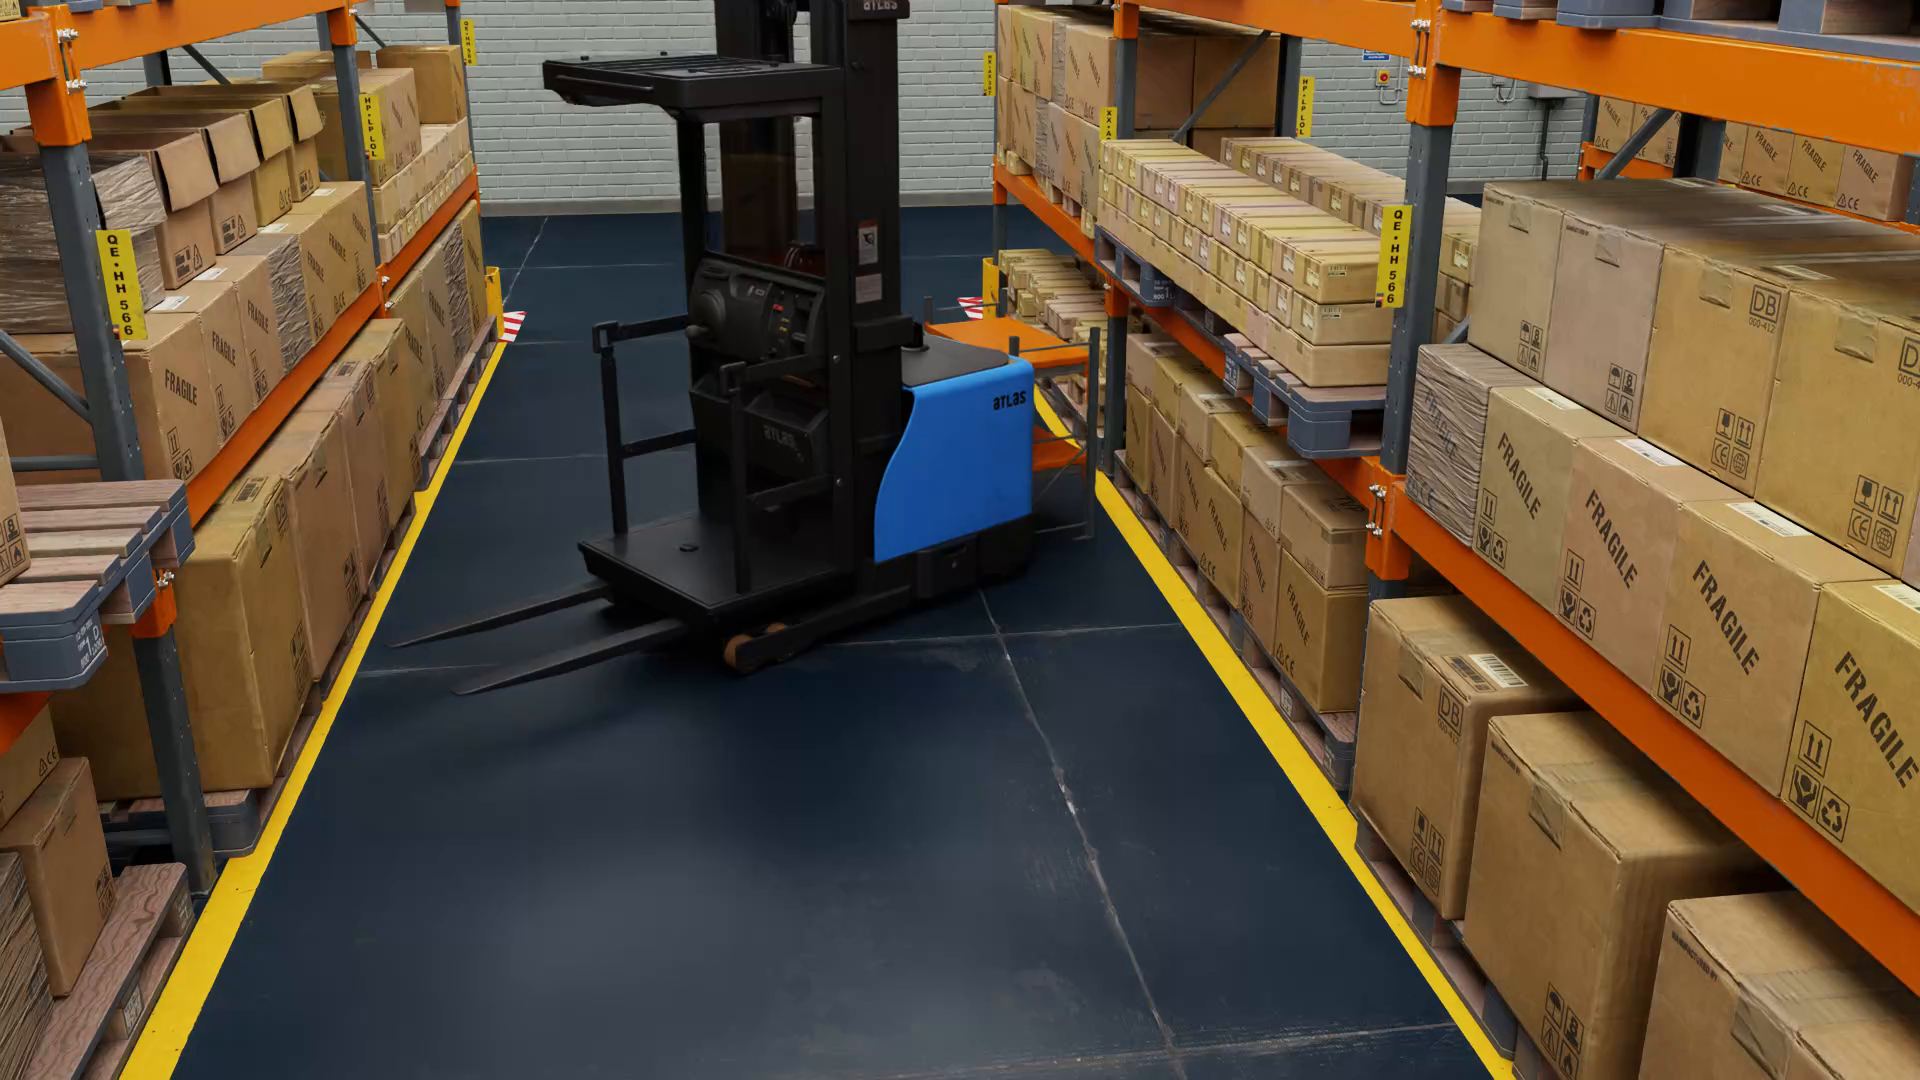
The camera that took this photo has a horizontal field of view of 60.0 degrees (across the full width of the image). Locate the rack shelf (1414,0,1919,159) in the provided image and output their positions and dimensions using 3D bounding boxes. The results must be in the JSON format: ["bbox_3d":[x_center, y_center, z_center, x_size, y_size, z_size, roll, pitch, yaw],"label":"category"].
[{"bbox_3d":[2.209,-0.803,3.319,1.077,0.370,4.000,-3,21,-8],"label":"rack shelf"}]

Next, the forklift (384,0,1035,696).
[{"bbox_3d":[-1.058,-1.003,7.212,3.031,2.935,1.130,-18,27,-39],"label":"forklift"}]

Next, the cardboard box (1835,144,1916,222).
[{"bbox_3d":[5.908,-2.291,10.420,0.500,0.500,0.500,-3,21,-7],"label":"cardboard box"}]

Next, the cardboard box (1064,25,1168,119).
[{"bbox_3d":[0.928,-2.794,9.913,0.500,0.500,0.500,-4,21,-9],"label":"cardboard box"}]

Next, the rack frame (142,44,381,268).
[{"bbox_3d":[-3.579,-1.597,8.704,1.000,3.000,0.127,-3,21,-8],"label":"rack frame"}]

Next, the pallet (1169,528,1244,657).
[{"bbox_3d":[1.636,0.187,7.913,1.003,0.211,1.213,-3,21,-8],"label":"pallet"}]

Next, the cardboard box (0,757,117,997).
[{"bbox_3d":[-2.886,0.984,4.738,0.700,0.500,0.500,-4,21,-11],"label":"cardboard box"}]

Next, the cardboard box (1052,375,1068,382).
[{"bbox_3d":[0.801,-1.150,10.982,0.380,0.149,0.250,-3,21,-8],"label":"cardboard box"}]

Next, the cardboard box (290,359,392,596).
[{"bbox_3d":[-3.337,-0.268,7.583,1.225,0.875,0.875,-4,21,-10],"label":"cardboard box"}]

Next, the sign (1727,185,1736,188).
[{"bbox_3d":[2.469,-0.998,5.447,0.100,0.325,0.005,-3,21,-8],"label":"sign"}]

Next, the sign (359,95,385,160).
[{"bbox_3d":[-3.044,-2.133,8.598,0.100,0.325,0.005,-3,21,-8],"label":"sign"}]

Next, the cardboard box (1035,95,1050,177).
[{"bbox_3d":[0.798,-2.683,11.045,0.500,0.500,0.500,-3,21,-9],"label":"cardboard box"}]

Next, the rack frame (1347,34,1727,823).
[{"bbox_3d":[1.920,-0.427,5.572,1.000,3.000,0.127,-3,21,-8],"label":"rack frame"}]

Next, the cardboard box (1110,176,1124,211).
[{"bbox_3d":[0.985,-1.781,8.531,0.380,0.149,0.250,-3,21,-9],"label":"cardboard box"}]

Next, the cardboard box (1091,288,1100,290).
[{"bbox_3d":[1.139,-1.751,12.166,0.380,0.149,0.250,-3,21,-8],"label":"cardboard box"}]

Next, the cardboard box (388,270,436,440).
[{"bbox_3d":[-3.595,-1.031,9.625,0.875,0.875,0.875,-3,21,-8],"label":"cardboard box"}]

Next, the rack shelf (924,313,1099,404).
[{"bbox_3d":[0.253,-0.943,8.797,0.538,0.278,1.000,-10,23,-24],"label":"rack shelf"}]

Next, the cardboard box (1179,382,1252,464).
[{"bbox_3d":[1.337,-0.559,7.825,0.500,0.250,0.500,-2,21,-6],"label":"cardboard box"}]

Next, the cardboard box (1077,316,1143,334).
[{"bbox_3d":[0.955,-1.328,10.608,0.380,0.149,0.250,-2,21,-6],"label":"cardboard box"}]

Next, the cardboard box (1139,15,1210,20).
[{"bbox_3d":[1.315,-3.167,10.913,0.500,0.500,0.500,-4,21,-10],"label":"cardboard box"}]

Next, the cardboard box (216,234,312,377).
[{"bbox_3d":[-3.027,-0.969,6.882,0.500,0.500,0.500,-3,21,-8],"label":"cardboard box"}]

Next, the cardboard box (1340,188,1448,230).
[{"bbox_3d":[1.854,-1.409,7.111,0.380,0.149,0.250,-2,21,-6],"label":"cardboard box"}]

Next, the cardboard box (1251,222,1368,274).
[{"bbox_3d":[1.324,-1.109,6.307,0.380,0.149,0.250,-2,21,-6],"label":"cardboard box"}]

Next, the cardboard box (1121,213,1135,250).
[{"bbox_3d":[1.023,-1.549,8.335,0.380,0.149,0.250,-3,21,-7],"label":"cardboard box"}]

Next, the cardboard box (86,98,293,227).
[{"bbox_3d":[-3.391,-1.654,7.282,0.797,0.503,0.637,-3,21,-7],"label":"cardboard box"}]

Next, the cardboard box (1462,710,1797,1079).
[{"bbox_3d":[2.048,0.948,4.506,1.050,0.750,0.750,-3,21,-7],"label":"cardboard box"}]

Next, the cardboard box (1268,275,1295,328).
[{"bbox_3d":[1.358,-0.886,6.134,0.380,0.149,0.250,-2,21,-6],"label":"cardboard box"}]

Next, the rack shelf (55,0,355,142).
[{"bbox_3d":[-3.291,-1.972,6.451,1.077,0.370,4.000,-3,21,-8],"label":"rack shelf"}]

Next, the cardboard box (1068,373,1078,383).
[{"bbox_3d":[0.876,-1.090,10.398,0.380,0.149,0.250,-4,21,-10],"label":"cardboard box"}]

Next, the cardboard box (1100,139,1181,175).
[{"bbox_3d":[0.945,-2.010,8.719,0.380,0.149,0.250,-2,21,-5],"label":"cardboard box"}]

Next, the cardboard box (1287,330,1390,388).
[{"bbox_3d":[1.394,-0.654,5.938,0.380,0.149,0.250,-3,21,-7],"label":"cardboard box"}]

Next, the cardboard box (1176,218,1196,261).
[{"bbox_3d":[1.173,-1.329,7.322,0.380,0.149,0.250,-3,21,-9],"label":"cardboard box"}]

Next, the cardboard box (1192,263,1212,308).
[{"bbox_3d":[1.215,-1.098,7.127,0.380,0.149,0.250,-2,21,-6],"label":"cardboard box"}]

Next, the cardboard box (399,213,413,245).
[{"bbox_3d":[-3.369,-1.780,9.555,0.380,0.149,0.250,-2,21,-6],"label":"cardboard box"}]

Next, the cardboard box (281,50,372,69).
[{"bbox_3d":[-4.282,-3.049,11.310,0.500,0.500,0.500,-3,21,-9],"label":"cardboard box"}]

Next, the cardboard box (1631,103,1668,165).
[{"bbox_3d":[5.536,-3.174,12.784,0.500,0.500,0.500,-3,21,-9],"label":"cardboard box"}]

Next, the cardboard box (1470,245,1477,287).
[{"bbox_3d":[2.045,-0.956,5.897,0.380,0.149,0.250,-3,21,-8],"label":"cardboard box"}]

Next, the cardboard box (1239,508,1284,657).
[{"bbox_3d":[1.496,0.153,6.992,0.500,0.500,0.500,-2,21,-6],"label":"cardboard box"}]

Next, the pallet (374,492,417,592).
[{"bbox_3d":[-3.393,-0.027,8.487,1.003,0.211,1.213,-3,21,-8],"label":"pallet"}]

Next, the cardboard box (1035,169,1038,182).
[{"bbox_3d":[0.741,-2.591,11.724,0.380,0.149,0.250,-3,21,-8],"label":"cardboard box"}]

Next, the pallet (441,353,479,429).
[{"bbox_3d":[-3.790,-0.981,11.041,1.003,0.211,1.213,-3,21,-8],"label":"pallet"}]

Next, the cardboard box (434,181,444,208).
[{"bbox_3d":[-3.558,-2.228,10.753,0.380,0.149,0.250,-3,21,-7],"label":"cardboard box"}]

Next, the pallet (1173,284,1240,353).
[{"bbox_3d":[1.594,-1.020,7.435,1.003,0.211,1.213,-3,21,-8],"label":"pallet"}]

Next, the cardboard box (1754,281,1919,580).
[{"bbox_3d":[2.199,-0.257,3.544,0.700,0.500,0.500,-3,21,-8],"label":"cardboard box"}]

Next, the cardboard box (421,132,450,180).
[{"bbox_3d":[-3.677,-2.544,11.031,0.500,0.250,0.500,-4,21,-10],"label":"cardboard box"}]

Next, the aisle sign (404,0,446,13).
[{"bbox_3d":[-3.869,-4.239,12.064,0.394,0.787,0.004,-3,21,-8],"label":"aisle sign"}]

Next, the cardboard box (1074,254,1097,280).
[{"bbox_3d":[1.073,-2.076,12.612,0.380,0.149,0.250,-3,21,-7],"label":"cardboard box"}]

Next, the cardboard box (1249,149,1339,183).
[{"bbox_3d":[1.670,-1.858,8.312,0.380,0.149,0.250,-4,21,-9],"label":"cardboard box"}]

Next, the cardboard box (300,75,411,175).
[{"bbox_3d":[-3.458,-2.367,9.483,0.500,0.500,0.500,-3,21,-8],"label":"cardboard box"}]

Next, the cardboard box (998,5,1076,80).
[{"bbox_3d":[0.569,-3.683,12.292,0.500,0.500,0.500,-3,21,-8],"label":"cardboard box"}]

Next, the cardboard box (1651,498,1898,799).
[{"bbox_3d":[1.936,0.218,3.701,0.500,0.500,0.500,-3,21,-8],"label":"cardboard box"}]

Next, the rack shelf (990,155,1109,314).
[{"bbox_3d":[1.055,-2.167,11.260,1.077,0.370,4.000,-3,21,-8],"label":"rack shelf"}]

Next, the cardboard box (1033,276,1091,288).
[{"bbox_3d":[0.723,-1.777,11.810,0.380,0.149,0.250,-2,21,-6],"label":"cardboard box"}]

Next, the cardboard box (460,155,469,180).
[{"bbox_3d":[-3.739,-2.667,11.930,0.380,0.149,0.250,-3,21,-7],"label":"cardboard box"}]

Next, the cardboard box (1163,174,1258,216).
[{"bbox_3d":[1.133,-1.562,7.521,0.380,0.149,0.250,-2,21,-6],"label":"cardboard box"}]

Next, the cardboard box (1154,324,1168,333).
[{"bbox_3d":[1.433,-1.265,10.440,0.380,0.149,0.250,-3,21,-9],"label":"cardboard box"}]

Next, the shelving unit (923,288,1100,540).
[{"bbox_3d":[0.253,-0.669,8.900,0.538,1.125,1.048,-10,23,-24],"label":"shelving unit"}]

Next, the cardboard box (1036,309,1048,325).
[{"bbox_3d":[0.757,-1.644,11.879,0.380,0.149,0.250,-4,21,-10],"label":"cardboard box"}]
